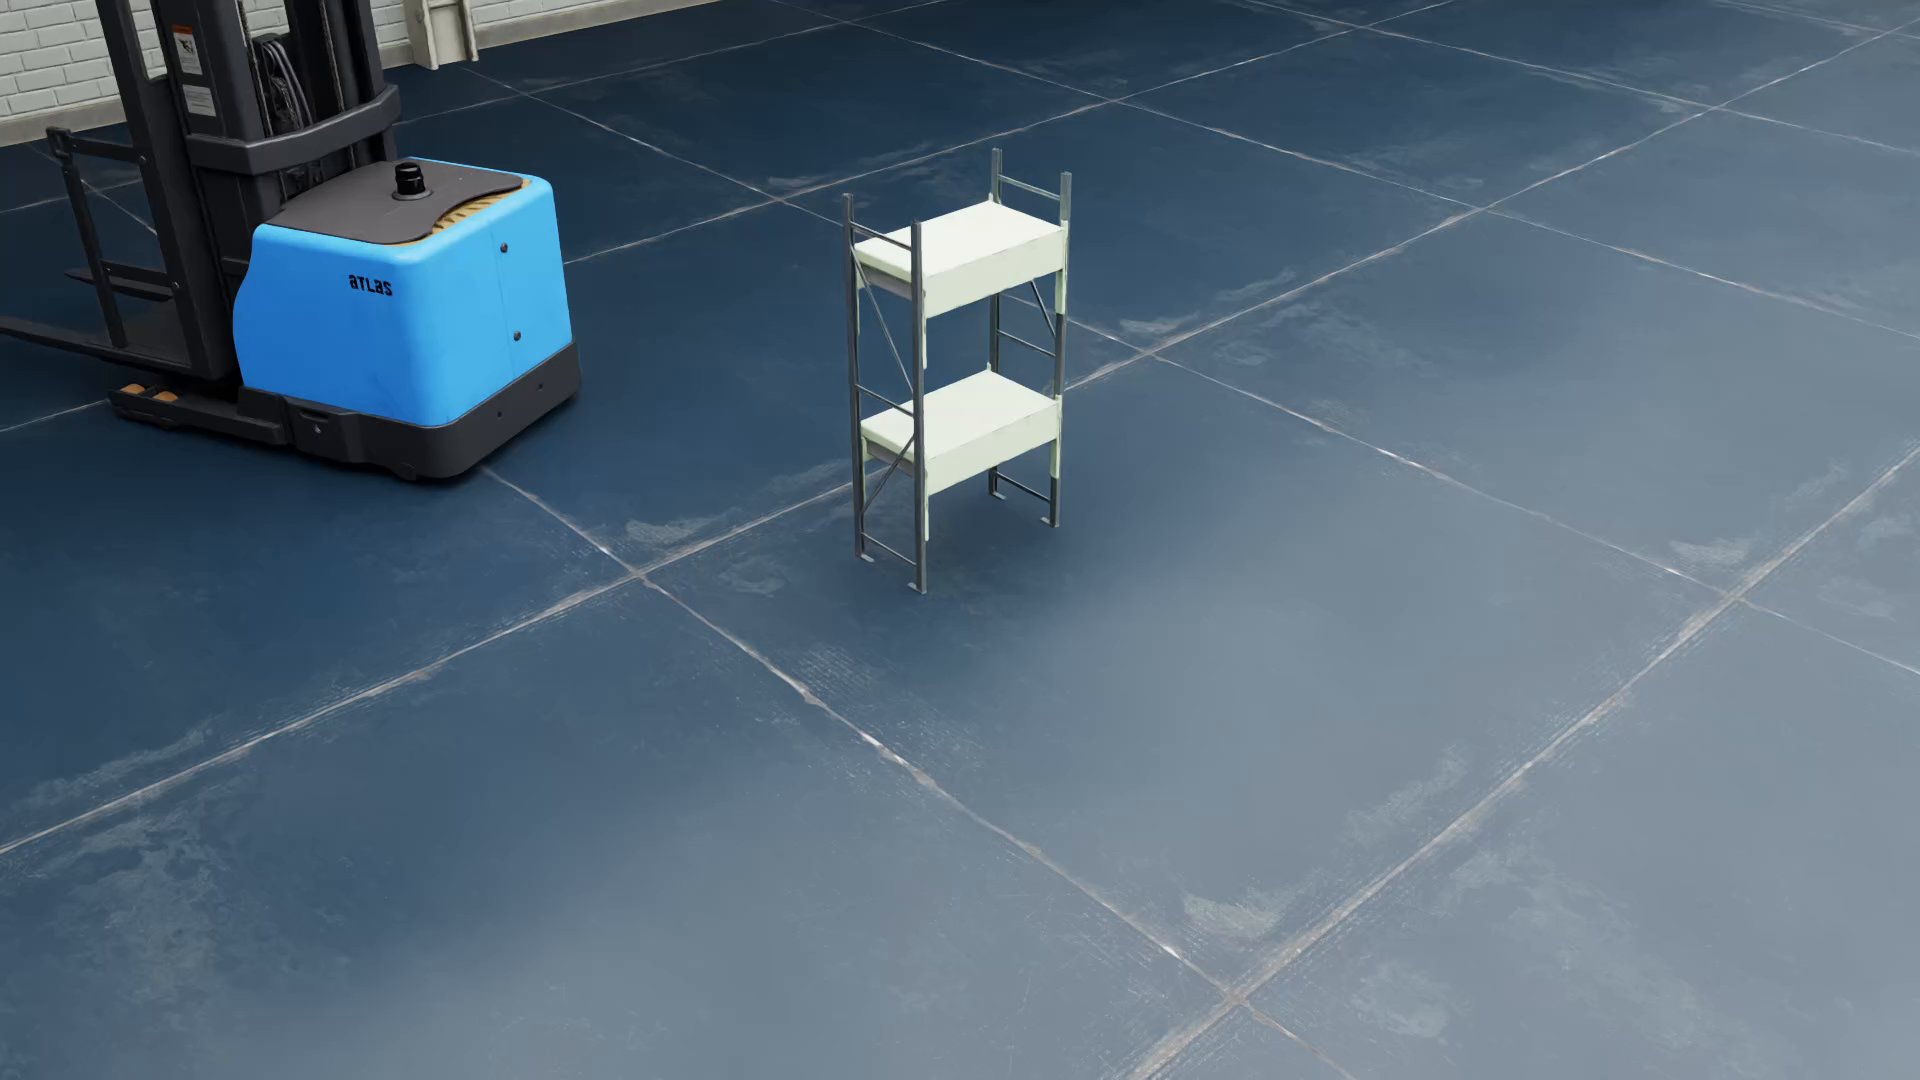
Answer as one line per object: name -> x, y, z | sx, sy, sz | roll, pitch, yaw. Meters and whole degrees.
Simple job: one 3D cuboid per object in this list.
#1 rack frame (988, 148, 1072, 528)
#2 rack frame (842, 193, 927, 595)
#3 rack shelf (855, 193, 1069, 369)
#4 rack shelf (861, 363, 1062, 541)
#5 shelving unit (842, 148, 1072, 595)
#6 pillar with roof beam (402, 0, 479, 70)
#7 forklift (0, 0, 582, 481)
rack frame -> 0.264, -0.767, 6.567 | 0.023, 1.500, 0.400 | -26, 40, -35
rack frame -> -0.273, -0.508, 6.143 | 0.023, 1.500, 0.400 | -26, 40, -35
rack shelf -> -0.005, -0.970, 6.151 | 0.720, 0.370, 0.431 | -26, 40, -35
rack shelf -> -0.005, -0.359, 6.525 | 0.720, 0.370, 0.431 | -26, 40, -35
shelving unit -> -0.005, -0.637, 6.355 | 0.755, 1.500, 0.431 | -26, 40, -35
pillar with roof beam -> -1.017, -5.868, 7.720 | 0.400, 9.000, 9.100 | -26, 40, -35
forklift -> -3.338, -1.996, 7.204 | 3.031, 2.935, 1.130 | 13, 34, 20
